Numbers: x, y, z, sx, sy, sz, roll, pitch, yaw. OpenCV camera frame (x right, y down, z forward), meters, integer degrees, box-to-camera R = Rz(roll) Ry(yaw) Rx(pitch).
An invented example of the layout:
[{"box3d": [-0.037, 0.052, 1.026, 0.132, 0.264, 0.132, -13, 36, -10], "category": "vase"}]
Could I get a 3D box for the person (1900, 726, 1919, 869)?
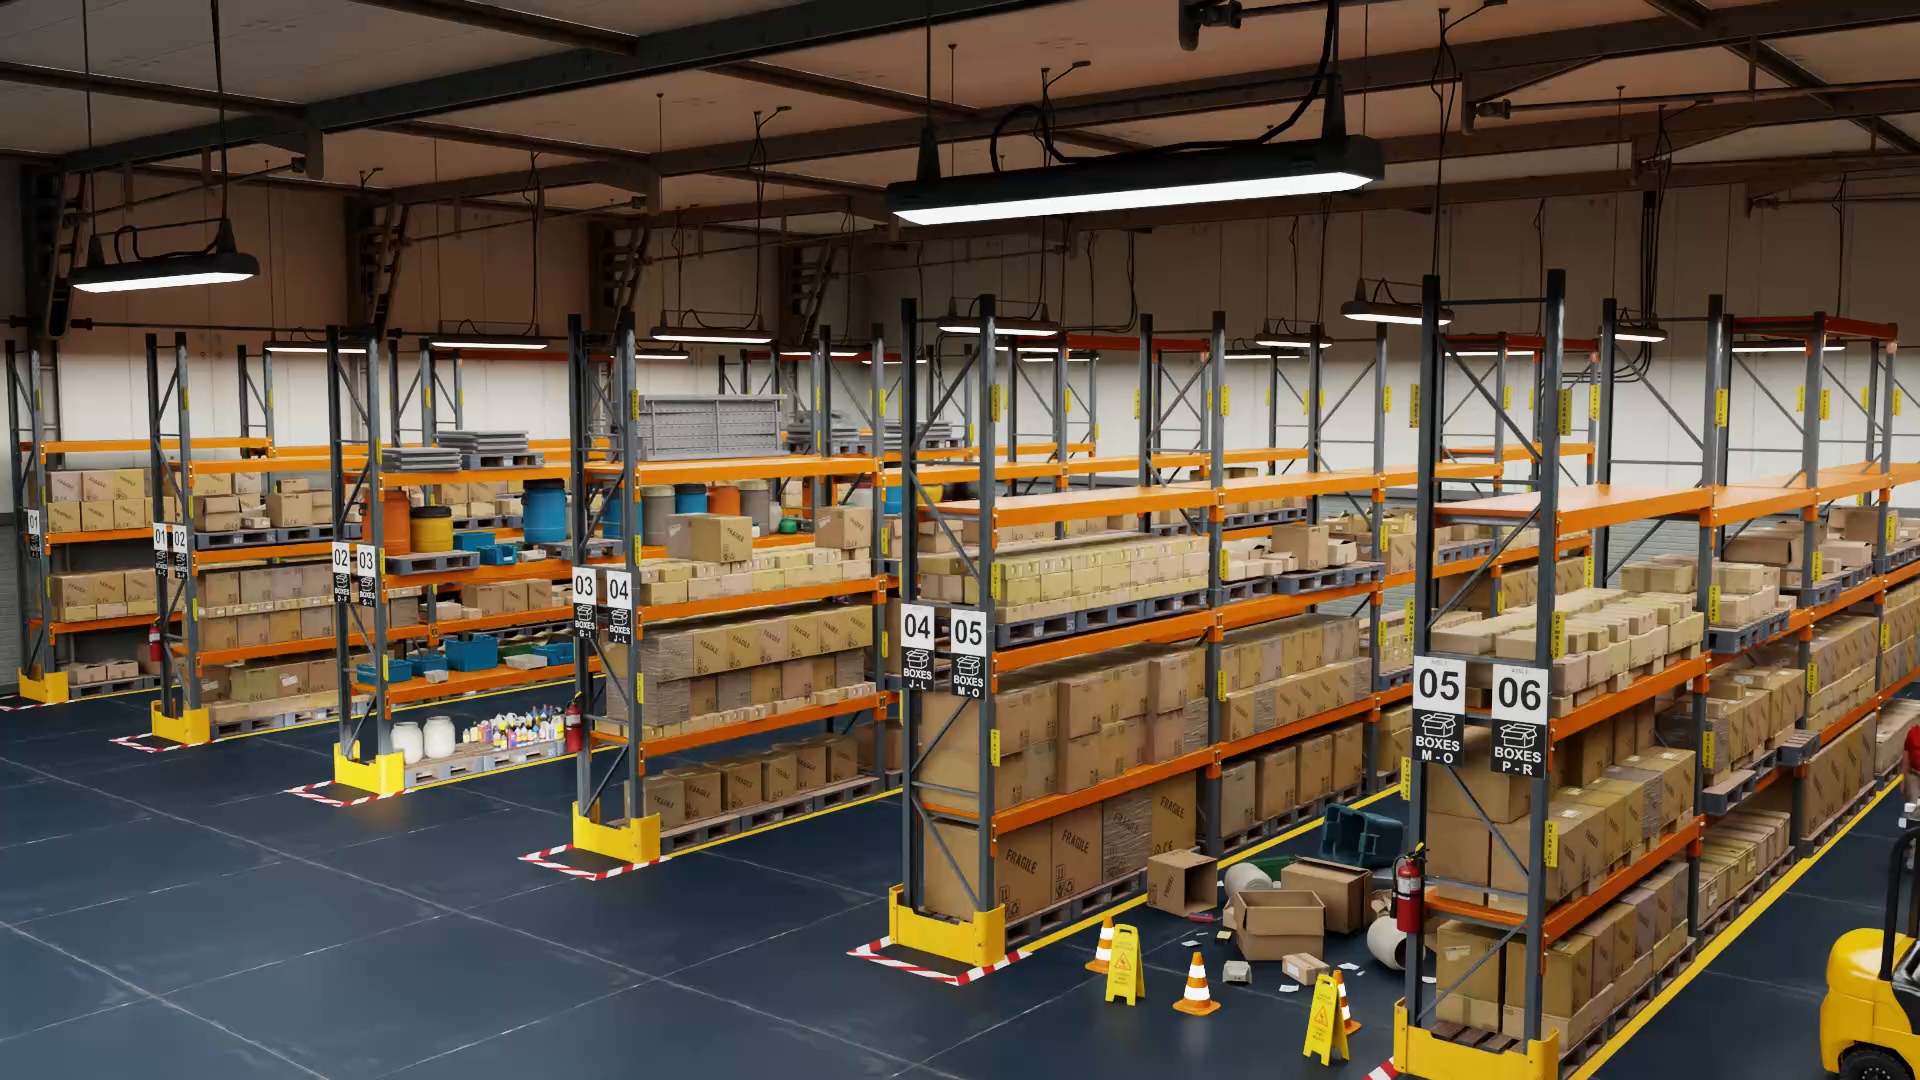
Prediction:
[{"box3d": [10.588, 2.684, 18.166, 0.547, 1.746, 0.608, 1, 5, 10], "category": "person"}]
